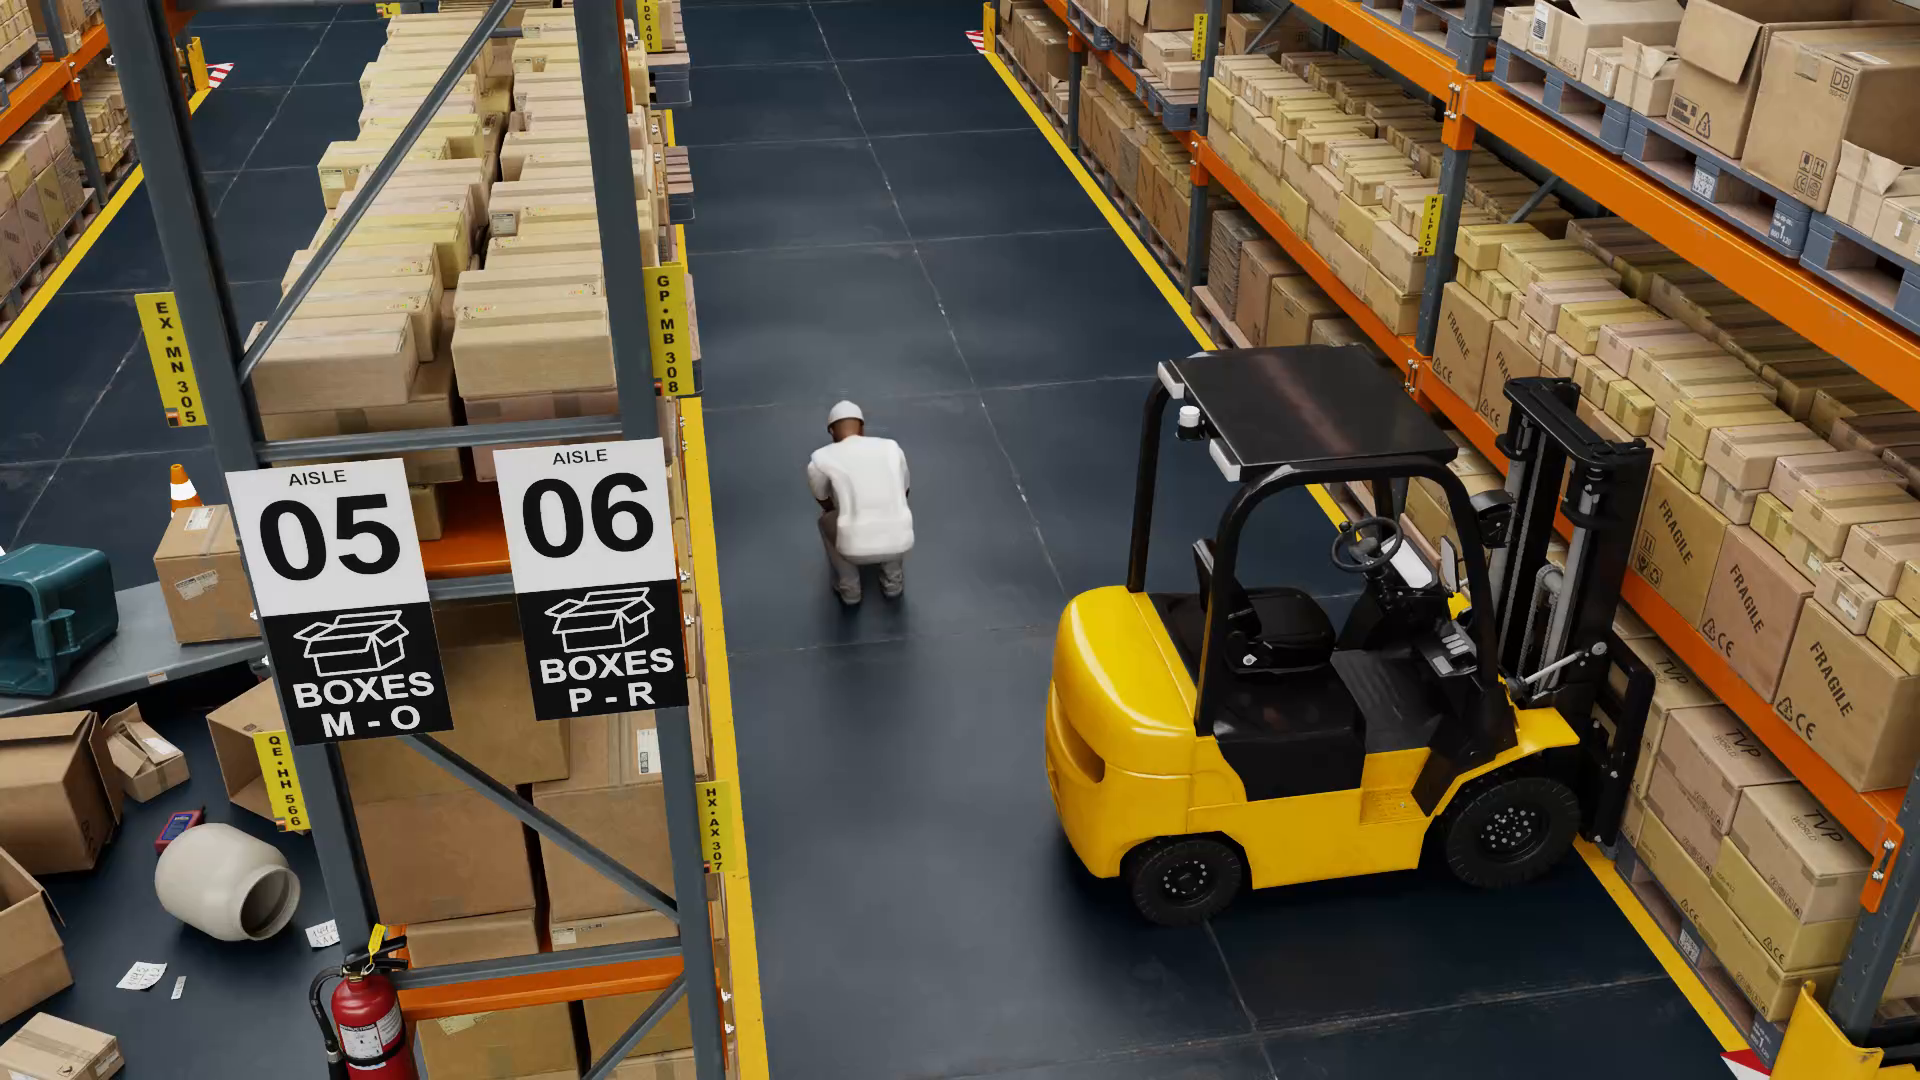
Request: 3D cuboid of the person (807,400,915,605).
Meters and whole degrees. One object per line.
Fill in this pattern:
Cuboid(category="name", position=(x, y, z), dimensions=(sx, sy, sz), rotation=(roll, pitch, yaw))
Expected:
Cuboid(category="person", position=(-0.544, -0.213, 9.241), dimensions=(0.590, 0.998, 0.882), rotation=(-5, 31, -9))
